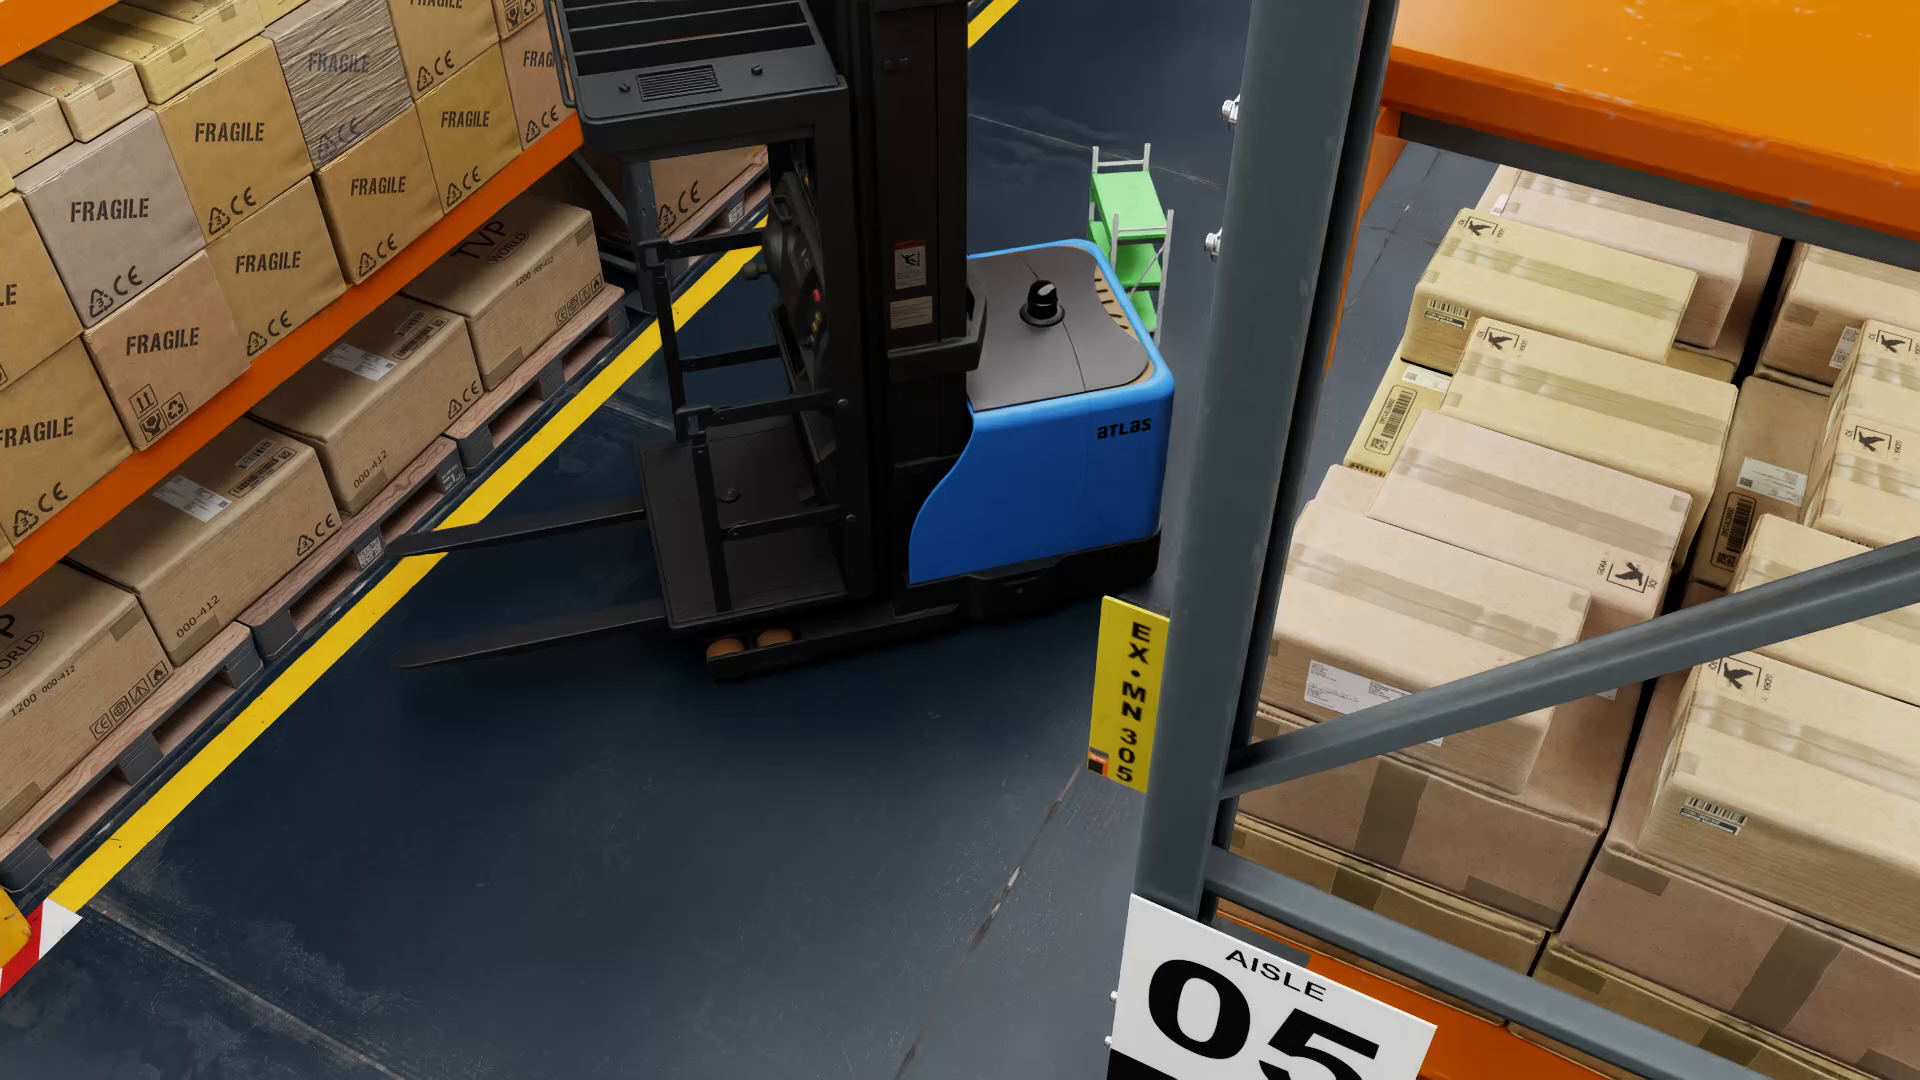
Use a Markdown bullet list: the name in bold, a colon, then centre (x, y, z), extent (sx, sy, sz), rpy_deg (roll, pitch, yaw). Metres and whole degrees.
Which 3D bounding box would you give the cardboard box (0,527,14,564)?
- **cardboard box**: centre (-3.264, -0.057, 4.907), extent (0.500, 0.500, 0.500), rpy_deg (20, 49, 19)

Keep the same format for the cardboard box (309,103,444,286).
- **cardboard box**: centre (-2.328, -1.346, 6.181), extent (0.500, 0.500, 0.500), rpy_deg (20, 49, 18)

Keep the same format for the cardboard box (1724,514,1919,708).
- **cardboard box**: centre (1.176, 0.155, 2.132), extent (0.380, 0.149, 0.250), rpy_deg (22, 49, 21)

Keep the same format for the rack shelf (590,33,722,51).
- **rack shelf**: centre (-0.956, -3.342, 8.729), extent (1.077, 0.370, 4.000), rpy_deg (20, 49, 19)

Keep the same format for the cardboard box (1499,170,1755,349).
- **cardboard box**: centre (1.101, -0.495, 2.775), extent (0.380, 0.149, 0.250), rpy_deg (19, 48, 18)

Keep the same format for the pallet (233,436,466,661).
- **pallet**: centre (-2.872, -0.130, 7.010), extent (1.003, 0.211, 1.213), rpy_deg (20, 49, 19)

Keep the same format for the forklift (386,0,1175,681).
- **forklift**: centre (-0.764, -0.907, 5.866), extent (3.031, 2.935, 1.130), rpy_deg (-11, 46, -11)

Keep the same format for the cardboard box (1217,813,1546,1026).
- **cardboard box**: centre (0.667, 0.380, 2.541), extent (0.500, 0.250, 0.500), rpy_deg (19, 48, 18)

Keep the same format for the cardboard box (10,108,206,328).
- **cardboard box**: centre (-2.801, -1.064, 5.200), extent (0.500, 0.500, 0.500), rpy_deg (20, 49, 19)

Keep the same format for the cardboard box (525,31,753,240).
- **cardboard box**: centre (-1.668, -2.152, 8.247), extent (0.875, 0.875, 0.875), rpy_deg (22, 49, 20)

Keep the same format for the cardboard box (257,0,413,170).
- **cardboard box**: centre (-2.330, -1.692, 5.820), extent (0.500, 0.500, 0.500), rpy_deg (21, 49, 20)

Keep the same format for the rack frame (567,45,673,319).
- **rack frame**: centre (-1.885, -2.335, 7.228), extent (1.000, 3.000, 0.127), rpy_deg (20, 49, 19)

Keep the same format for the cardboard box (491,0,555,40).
- **cardboard box**: centre (-1.859, -2.333, 6.453), extent (0.500, 0.500, 0.500), rpy_deg (20, 49, 19)

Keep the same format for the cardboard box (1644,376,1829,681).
- **cardboard box**: centre (1.365, 0.059, 2.508), extent (0.500, 0.250, 0.500), rpy_deg (20, 49, 19)

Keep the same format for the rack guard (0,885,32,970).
- **rack guard**: centre (-3.753, 1.079, 5.612), extent (1.175, 0.500, 0.348), rpy_deg (20, 49, 19)

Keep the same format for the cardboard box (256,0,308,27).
- **cardboard box**: centre (-2.395, -1.866, 5.535), extent (0.380, 0.149, 0.250), rpy_deg (19, 48, 18)

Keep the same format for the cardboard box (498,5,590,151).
- **cardboard box**: centre (-1.873, -1.993, 6.821), extent (0.500, 0.500, 0.500), rpy_deg (21, 49, 19)

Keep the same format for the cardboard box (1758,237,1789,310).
- **cardboard box**: centre (1.399, -0.754, 3.311), extent (0.500, 0.250, 0.500), rpy_deg (18, 48, 17)

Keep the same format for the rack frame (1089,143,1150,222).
- **rack frame**: centre (0.679, -1.231, 7.403), extent (0.240, 1.200, 0.015), rpy_deg (-5, 46, -4)

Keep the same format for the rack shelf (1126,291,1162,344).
- **rack shelf**: centre (0.706, -1.014, 7.278), extent (0.258, 0.148, 0.480), rpy_deg (-5, 46, -4)

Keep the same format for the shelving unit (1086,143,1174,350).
- **shelving unit**: centre (0.706, -1.059, 7.233), extent (0.258, 1.200, 0.503), rpy_deg (-5, 46, -4)

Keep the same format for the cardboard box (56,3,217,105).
- **cardboard box**: centre (-2.574, -1.525, 5.198), extent (0.380, 0.149, 0.250), rpy_deg (19, 48, 18)

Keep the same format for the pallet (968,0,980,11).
- **pallet**: centre (-0.460, -3.402, 10.244), extent (1.003, 0.211, 1.213), rpy_deg (20, 49, 19)

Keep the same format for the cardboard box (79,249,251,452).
- **cardboard box**: centre (-2.802, -0.700, 5.542), extent (0.500, 0.500, 0.500), rpy_deg (20, 49, 19)

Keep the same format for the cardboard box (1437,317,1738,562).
- **cardboard box**: centre (0.904, -0.153, 2.437), extent (0.380, 0.149, 0.250), rpy_deg (19, 48, 18)

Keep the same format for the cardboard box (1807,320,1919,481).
- **cardboard box**: centre (1.480, -0.145, 2.429), extent (0.380, 0.149, 0.250), rpy_deg (21, 49, 20)

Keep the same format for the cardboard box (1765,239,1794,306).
- **cardboard box**: centre (1.844, -0.575, 3.134), extent (0.500, 0.250, 0.500), rpy_deg (19, 48, 18)

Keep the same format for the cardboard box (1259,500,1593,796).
- **cardboard box**: centre (0.584, 0.132, 2.155), extent (0.380, 0.149, 0.250), rpy_deg (20, 49, 19)

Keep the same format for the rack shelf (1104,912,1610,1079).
- **rack shelf**: centre (1.618, -0.305, 3.620), extent (1.077, 0.370, 4.000), rpy_deg (20, 49, 19)

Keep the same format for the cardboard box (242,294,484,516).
- **cardboard box**: centre (-2.686, -0.657, 7.077), extent (0.875, 0.438, 0.875), rpy_deg (19, 48, 18)

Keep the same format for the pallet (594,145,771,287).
- **pallet**: centre (-1.593, -1.865, 8.725), extent (1.003, 0.211, 1.213), rpy_deg (20, 49, 19)

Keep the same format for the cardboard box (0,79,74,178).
- **cardboard box**: centre (-2.869, -1.231, 4.908), extent (0.380, 0.149, 0.250), rpy_deg (21, 49, 19)

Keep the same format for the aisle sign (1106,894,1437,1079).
- **aisle sign**: centre (0.390, 0.789, 2.313), extent (0.394, 0.787, 0.004), rpy_deg (20, 49, 19)

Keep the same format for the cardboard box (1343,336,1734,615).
- **cardboard box**: centre (0.915, -0.118, 2.683), extent (0.500, 0.250, 0.500), rpy_deg (19, 48, 18)

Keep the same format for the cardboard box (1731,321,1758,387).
- **cardboard box**: centre (1.601, -0.103, 3.019), extent (0.500, 0.250, 0.500), rpy_deg (19, 48, 18)

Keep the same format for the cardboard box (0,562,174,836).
- **cardboard box**: centre (-3.524, 0.490, 5.943), extent (0.875, 0.438, 0.875), rpy_deg (19, 48, 18)
